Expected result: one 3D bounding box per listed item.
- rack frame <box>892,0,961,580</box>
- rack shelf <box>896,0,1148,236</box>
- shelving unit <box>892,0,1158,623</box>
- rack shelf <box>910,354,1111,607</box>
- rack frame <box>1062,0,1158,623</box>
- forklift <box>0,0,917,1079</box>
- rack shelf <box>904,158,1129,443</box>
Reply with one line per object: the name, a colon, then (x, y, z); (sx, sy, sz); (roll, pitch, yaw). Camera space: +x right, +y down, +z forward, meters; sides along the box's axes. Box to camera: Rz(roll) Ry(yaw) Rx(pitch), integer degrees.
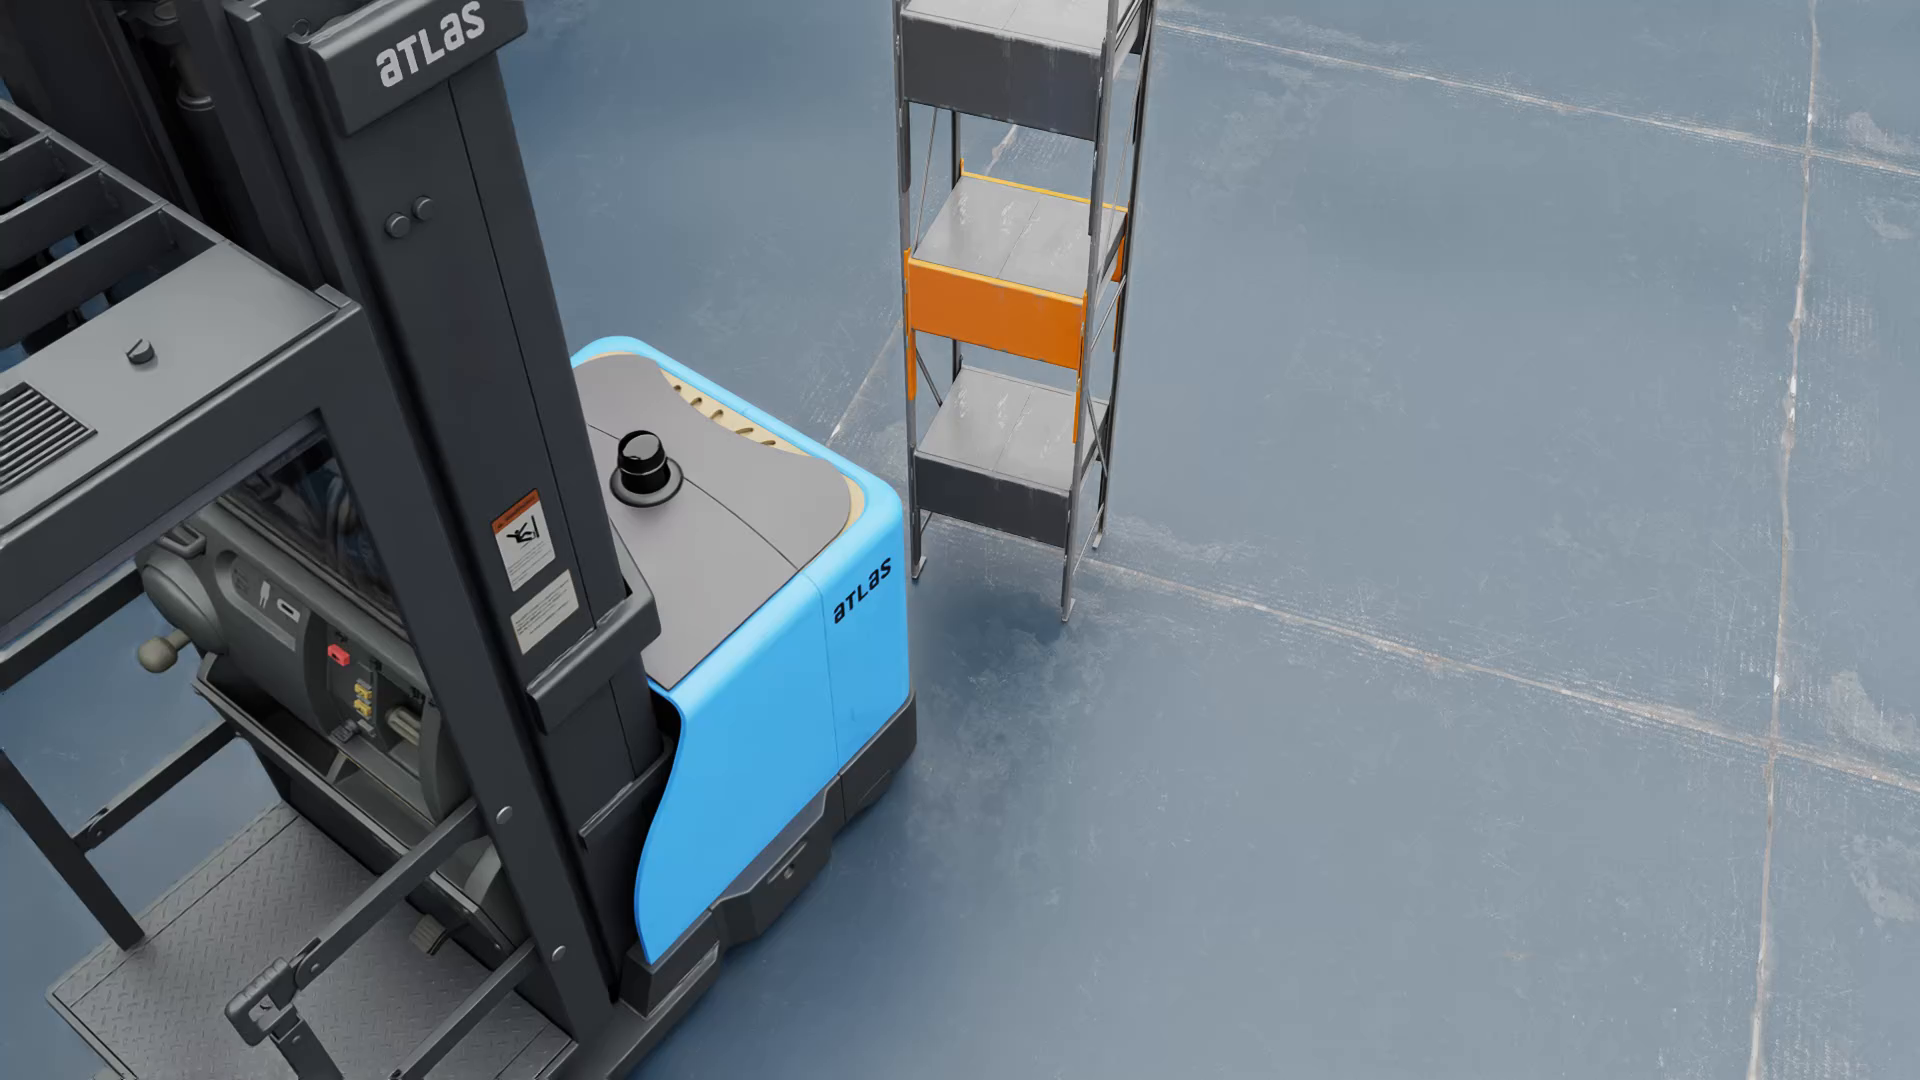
rack frame: (-0.074, -0.708, 4.474); (0.015, 2.100, 0.400); (16, 51, 13)
rack shelf: (0.155, -1.094, 3.900); (0.480, 0.518, 0.431); (16, 51, 13)
shelving unit: (0.155, -0.644, 4.419); (0.503, 2.100, 0.431); (16, 51, 13)
rack shelf: (0.155, -0.177, 4.958); (0.480, 0.518, 0.431); (16, 51, 13)
rack frame: (0.384, -0.580, 4.364); (0.015, 2.100, 0.400); (16, 51, 13)
forklift: (-1.417, 0.293, 3.056); (1.130, 2.935, 3.031); (30, 56, 24)
rack shelf: (0.155, -0.635, 4.429); (0.480, 0.518, 0.431); (16, 51, 13)
